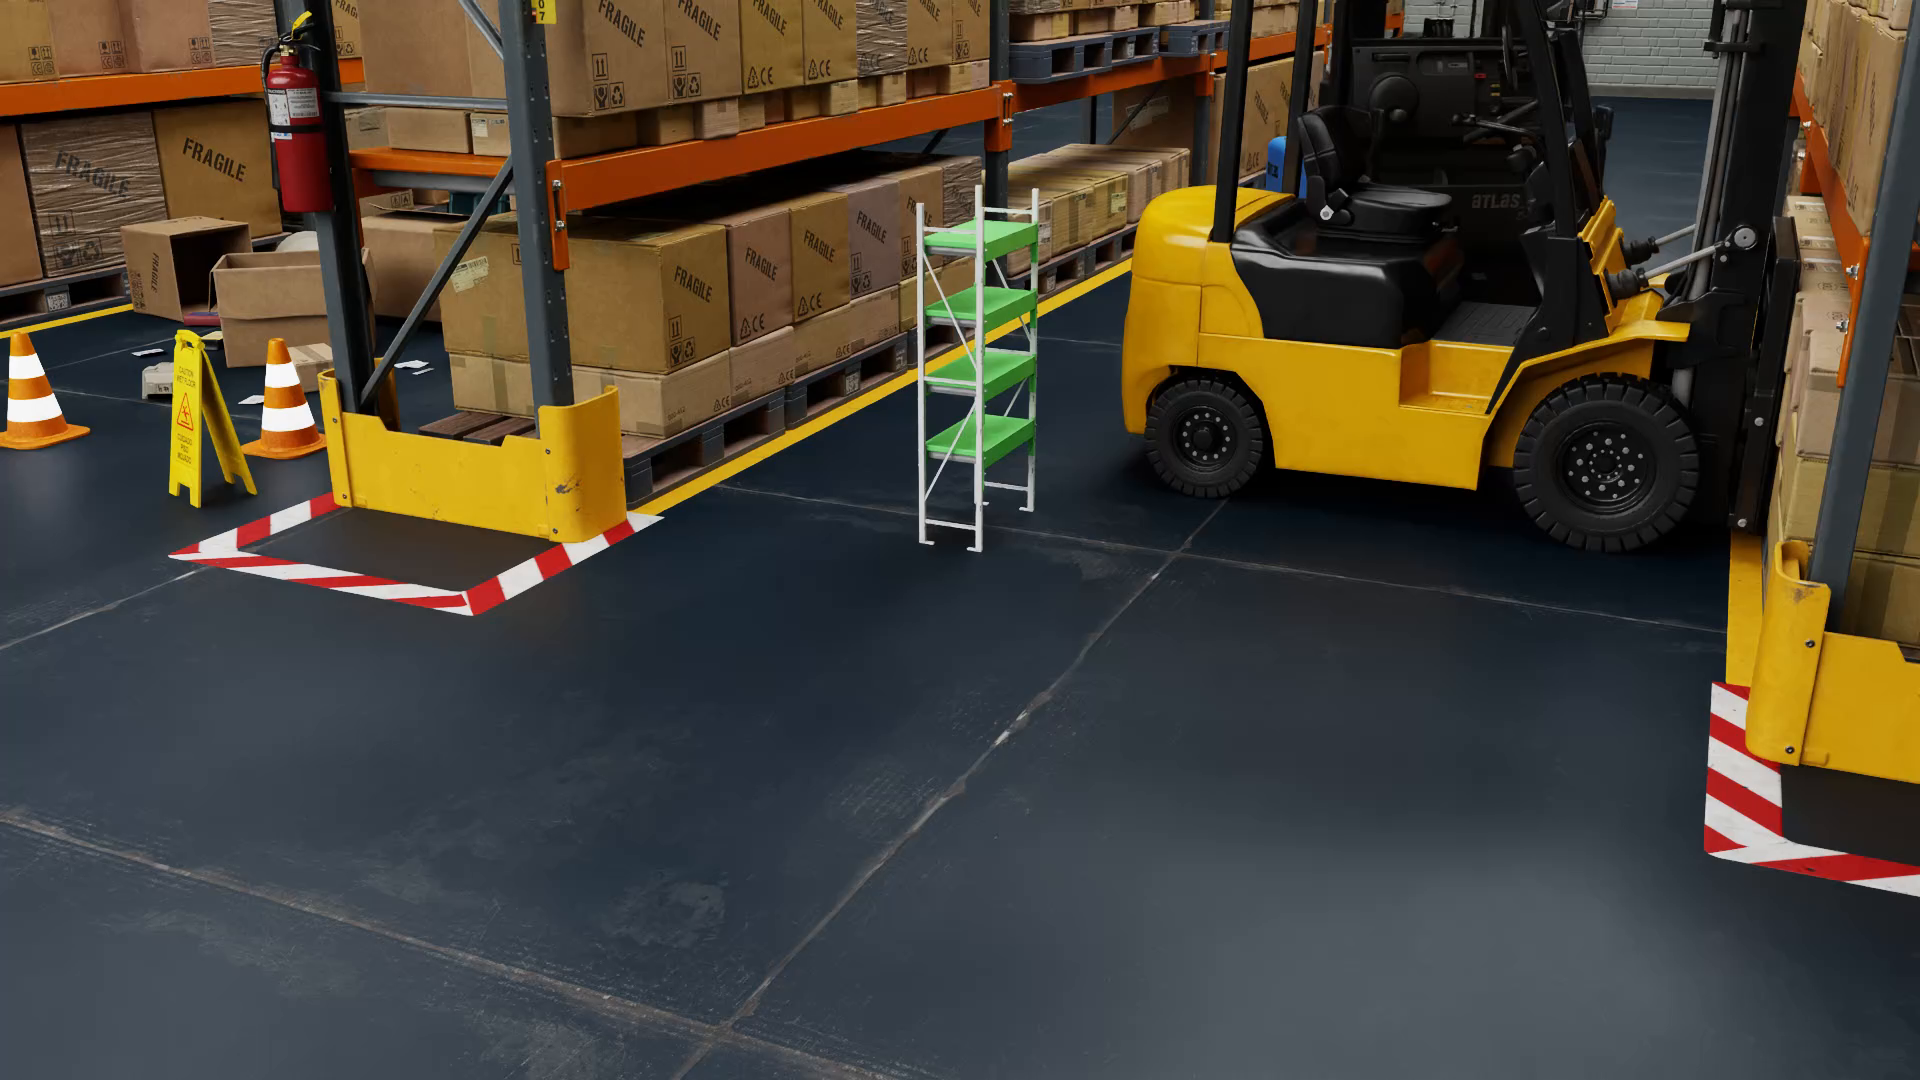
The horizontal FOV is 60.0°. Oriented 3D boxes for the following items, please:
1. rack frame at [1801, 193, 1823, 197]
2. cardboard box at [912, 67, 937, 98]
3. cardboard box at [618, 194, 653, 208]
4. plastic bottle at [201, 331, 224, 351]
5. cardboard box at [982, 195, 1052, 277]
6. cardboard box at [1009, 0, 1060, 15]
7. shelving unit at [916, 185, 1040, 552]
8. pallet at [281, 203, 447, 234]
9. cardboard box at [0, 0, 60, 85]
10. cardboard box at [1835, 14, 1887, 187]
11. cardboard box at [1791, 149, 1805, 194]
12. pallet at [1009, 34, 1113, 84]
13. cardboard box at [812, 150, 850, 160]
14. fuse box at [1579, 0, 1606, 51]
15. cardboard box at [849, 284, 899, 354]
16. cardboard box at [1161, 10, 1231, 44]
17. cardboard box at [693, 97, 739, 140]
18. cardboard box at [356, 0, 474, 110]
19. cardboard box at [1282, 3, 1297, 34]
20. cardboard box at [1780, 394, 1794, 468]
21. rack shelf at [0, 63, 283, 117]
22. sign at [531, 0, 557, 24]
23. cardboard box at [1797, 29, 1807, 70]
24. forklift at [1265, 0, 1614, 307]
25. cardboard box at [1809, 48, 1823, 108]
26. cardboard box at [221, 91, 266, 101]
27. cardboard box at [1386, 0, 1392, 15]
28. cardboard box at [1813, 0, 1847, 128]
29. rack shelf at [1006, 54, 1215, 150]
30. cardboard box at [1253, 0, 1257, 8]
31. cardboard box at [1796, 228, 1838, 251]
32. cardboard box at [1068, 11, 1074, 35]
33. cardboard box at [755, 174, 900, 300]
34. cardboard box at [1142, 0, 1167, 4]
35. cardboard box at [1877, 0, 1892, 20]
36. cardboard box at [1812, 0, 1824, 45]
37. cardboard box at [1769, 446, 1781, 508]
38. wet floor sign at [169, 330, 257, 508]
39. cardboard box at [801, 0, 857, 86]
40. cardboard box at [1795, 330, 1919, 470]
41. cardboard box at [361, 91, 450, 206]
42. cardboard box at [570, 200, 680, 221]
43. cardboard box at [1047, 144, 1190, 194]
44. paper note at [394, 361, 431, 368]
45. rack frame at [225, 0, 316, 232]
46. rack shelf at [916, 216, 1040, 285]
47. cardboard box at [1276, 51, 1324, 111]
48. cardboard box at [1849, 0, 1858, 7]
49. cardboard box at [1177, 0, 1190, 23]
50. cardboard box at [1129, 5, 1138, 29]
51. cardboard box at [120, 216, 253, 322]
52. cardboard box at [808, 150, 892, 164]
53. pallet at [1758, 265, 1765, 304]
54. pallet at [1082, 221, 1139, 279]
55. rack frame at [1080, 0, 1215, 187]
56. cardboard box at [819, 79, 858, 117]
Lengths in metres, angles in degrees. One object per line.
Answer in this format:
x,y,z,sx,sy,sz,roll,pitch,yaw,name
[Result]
4.317,-2.046,7.247,1.000,3.000,0.127,9,21,23,rack frame
-0.341,-2.322,8.395,0.380,0.149,0.250,9,21,23,cardboard box
-1.566,-1.543,7.222,0.380,0.149,0.250,9,21,24,cardboard box
-3.959,-1.073,8.894,0.133,0.061,0.283,1,20,4,plastic bottle
-0.001,-1.847,9.980,0.950,0.372,0.625,9,21,23,cardboard box
0.240,-3.215,9.314,0.500,0.500,0.500,9,22,24,cardboard box
0.068,-0.616,5.910,0.258,1.200,0.503,9,21,23,shelving unit
-4.523,-2.307,12.141,1.003,0.211,1.213,9,21,23,pallet
-5.569,-2.835,9.240,0.875,0.550,0.500,9,21,23,cardboard box
3.071,-1.371,5.199,0.500,0.500,0.500,8,21,22,cardboard box
5.426,-1.959,9.917,0.875,0.625,0.625,9,22,24,cardboard box
0.232,-2.850,9.791,1.003,0.211,1.213,9,21,23,pallet
-0.807,-2.114,8.827,0.380,0.149,0.250,9,21,23,cardboard box
8.845,-7.182,23.609,0.539,1.711,0.414,9,21,23,fuse box
-0.631,-1.092,8.040,0.500,0.250,0.500,9,21,24,cardboard box
1.855,-3.994,12.946,0.500,0.250,0.500,8,21,22,cardboard box
-1.104,-1.681,6.594,0.380,0.149,0.250,9,21,24,cardboard box
-1.880,-1.895,6.226,0.500,0.500,0.500,8,21,22,cardboard box
2.675,-4.622,14.714,0.500,0.250,0.500,8,21,21,cardboard box
2.808,-0.305,5.081,0.500,0.250,0.500,8,21,22,cardboard box
-5.590,-2.424,9.383,1.077,0.370,4.000,9,21,23,rack shelf
-1.356,-1.837,5.366,0.100,0.325,0.005,9,21,23,sign
5.340,-2.943,9.993,0.500,0.250,0.500,8,21,22,cardboard box
2.236,-2.017,7.267,1.130,2.935,3.031,-2,20,-4,forklift
4.284,-2.166,7.806,0.500,0.250,0.500,9,22,24,cardboard box
-7.315,-4.714,17.291,1.225,0.875,0.875,8,21,20,cardboard box
4.525,-6.107,18.514,0.500,0.500,0.500,8,21,22,cardboard box
3.897,-1.994,6.949,0.500,0.500,0.500,8,21,21,cardboard box
0.606,-2.999,10.998,1.077,0.370,4.000,9,21,23,rack shelf
2.070,-4.393,13.322,0.500,0.250,0.500,9,22,24,cardboard box
3.421,-1.006,6.307,0.500,0.250,0.500,9,22,25,cardboard box
0.458,-3.104,9.968,0.380,0.149,0.250,10,22,26,cardboard box
-0.625,-1.453,7.934,0.500,0.500,0.500,10,22,26,cardboard box
1.085,-3.843,11.079,0.500,0.500,0.500,7,21,19,cardboard box
2.983,-1.636,4.976,0.380,0.149,0.250,8,21,21,cardboard box
4.489,-2.555,8.154,0.500,0.250,0.500,8,21,21,cardboard box
3.008,-0.215,5.575,0.500,0.250,0.500,9,21,23,cardboard box
-2.905,-0.483,6.364,0.267,0.644,0.232,18,26,41,wet floor sign
-0.787,-2.269,7.279,0.500,0.500,0.500,8,21,22,cardboard box
2.583,-0.381,4.547,0.500,0.250,0.500,9,22,25,cardboard box
-4.200,-3.009,12.684,1.050,0.750,0.750,9,21,23,cardboard box
-1.550,-1.200,7.224,0.500,0.500,0.500,9,22,25,cardboard box
1.184,-2.738,12.485,0.950,0.372,0.625,7,21,19,cardboard box
-2.795,-0.901,8.472,0.148,0.019,0.142,18,26,41,paper note
-4.771,-3.375,10.981,1.000,3.000,0.127,9,21,23,rack frame
0.068,-1.008,5.771,0.258,0.148,0.480,9,21,23,rack shelf
2.882,-4.168,15.757,0.875,0.875,0.875,9,22,24,cardboard box
3.483,-2.030,6.082,0.380,0.149,0.250,8,21,22,cardboard box
1.399,-3.721,11.704,0.380,0.149,0.250,8,21,22,cardboard box
0.943,-3.412,10.834,0.380,0.149,0.250,8,21,21,cardboard box
-4.470,-1.583,9.670,0.500,0.500,0.500,13,23,32,cardboard box
-0.701,-1.839,9.020,0.500,0.500,0.500,10,22,25,cardboard box
5.081,-1.338,9.415,1.003,0.211,1.213,9,21,23,pallet
0.602,-2.025,11.348,1.003,0.211,1.213,9,21,23,pallet
1.425,-3.949,12.597,1.000,3.000,0.127,9,21,23,rack frame
-0.684,-1.999,7.489,0.380,0.149,0.250,9,21,23,cardboard box
